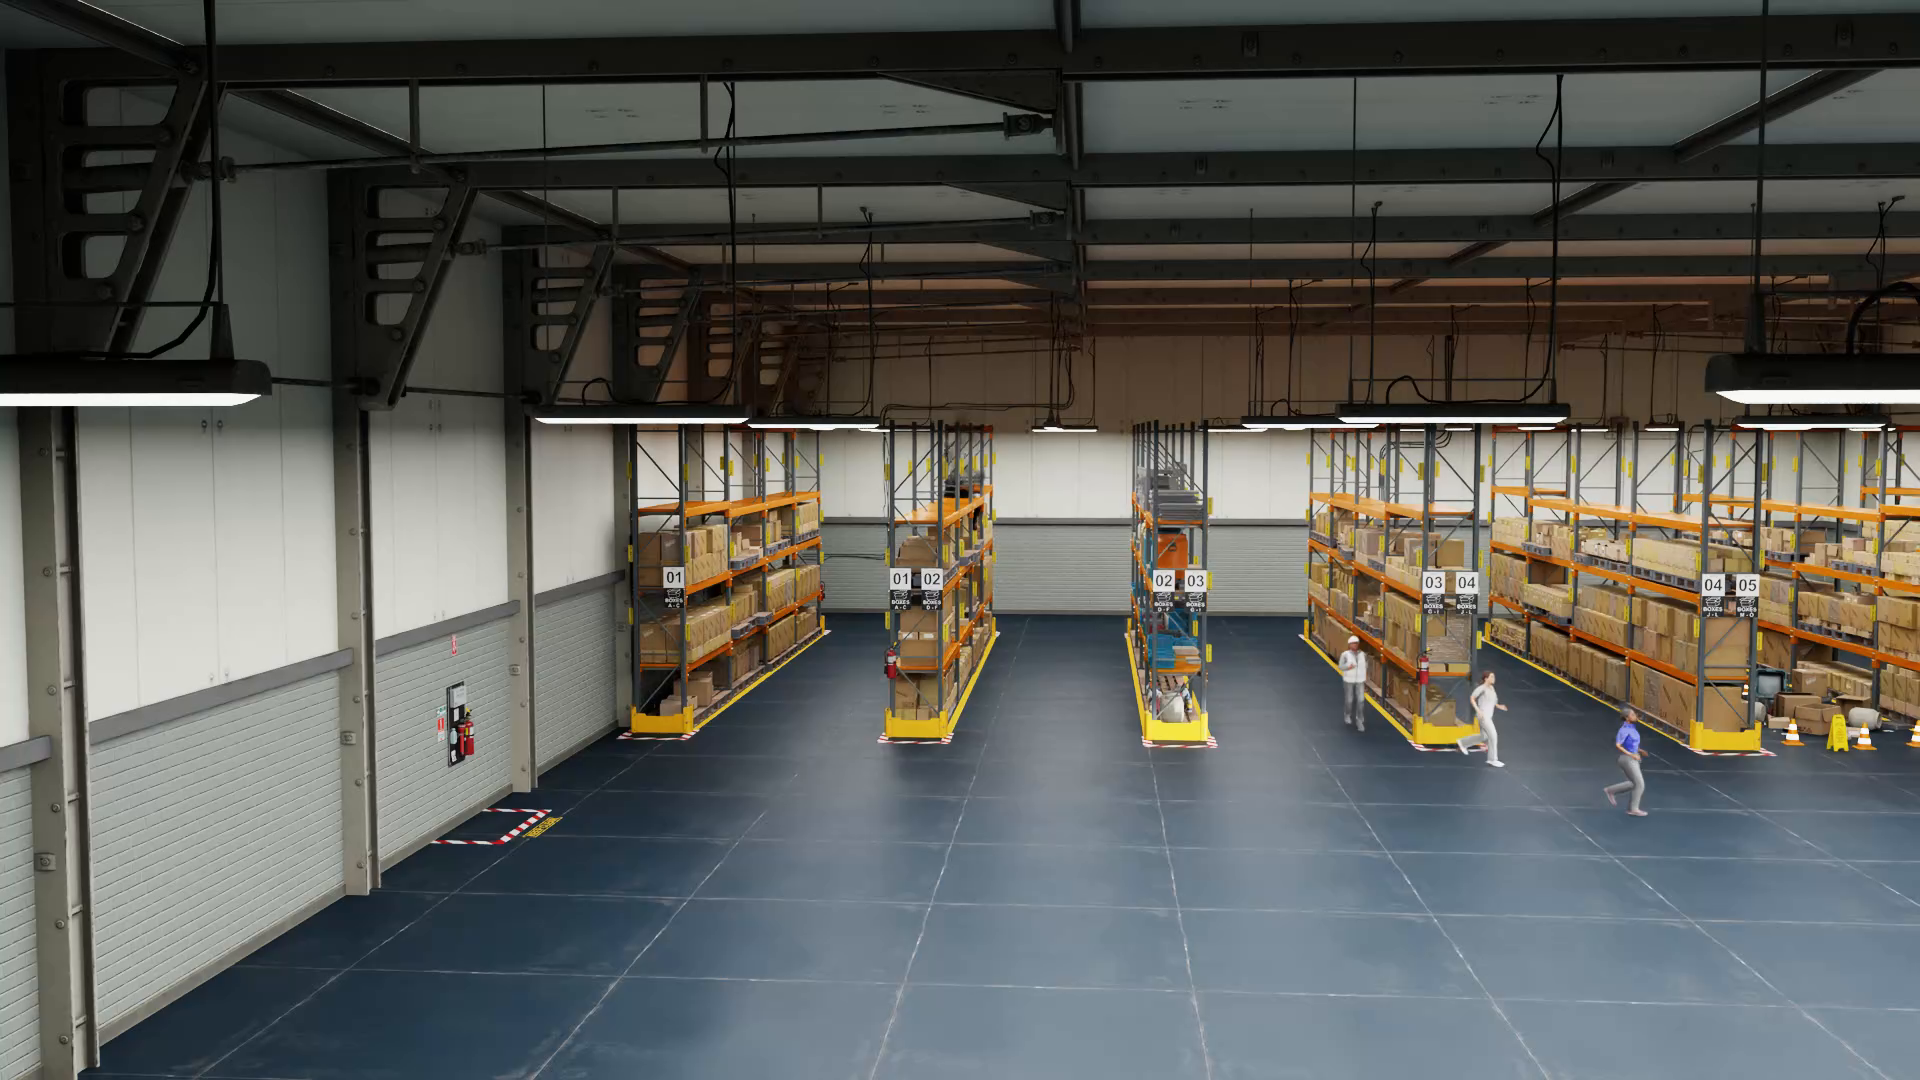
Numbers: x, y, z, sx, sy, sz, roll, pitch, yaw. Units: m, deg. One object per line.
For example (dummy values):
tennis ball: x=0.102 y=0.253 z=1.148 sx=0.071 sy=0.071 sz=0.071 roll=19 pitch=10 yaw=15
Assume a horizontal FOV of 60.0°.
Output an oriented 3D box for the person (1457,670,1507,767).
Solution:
person: x=9.060 y=3.072 z=28.951 sx=0.888 sy=1.652 sz=0.545 roll=3 pitch=5 yaw=41

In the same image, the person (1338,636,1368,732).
person: x=7.670 y=2.771 z=32.387 sx=0.647 sy=1.812 sz=0.837 roll=0 pitch=4 yaw=1

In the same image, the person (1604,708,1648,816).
person: x=10.036 y=3.330 z=25.064 sx=0.644 sy=1.605 sz=0.577 roll=2 pitch=4 yaw=33

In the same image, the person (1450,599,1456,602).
person: x=13.770 y=1.941 z=47.043 sx=0.739 sy=1.658 sz=0.654 roll=-2 pitch=4 yaw=-29
